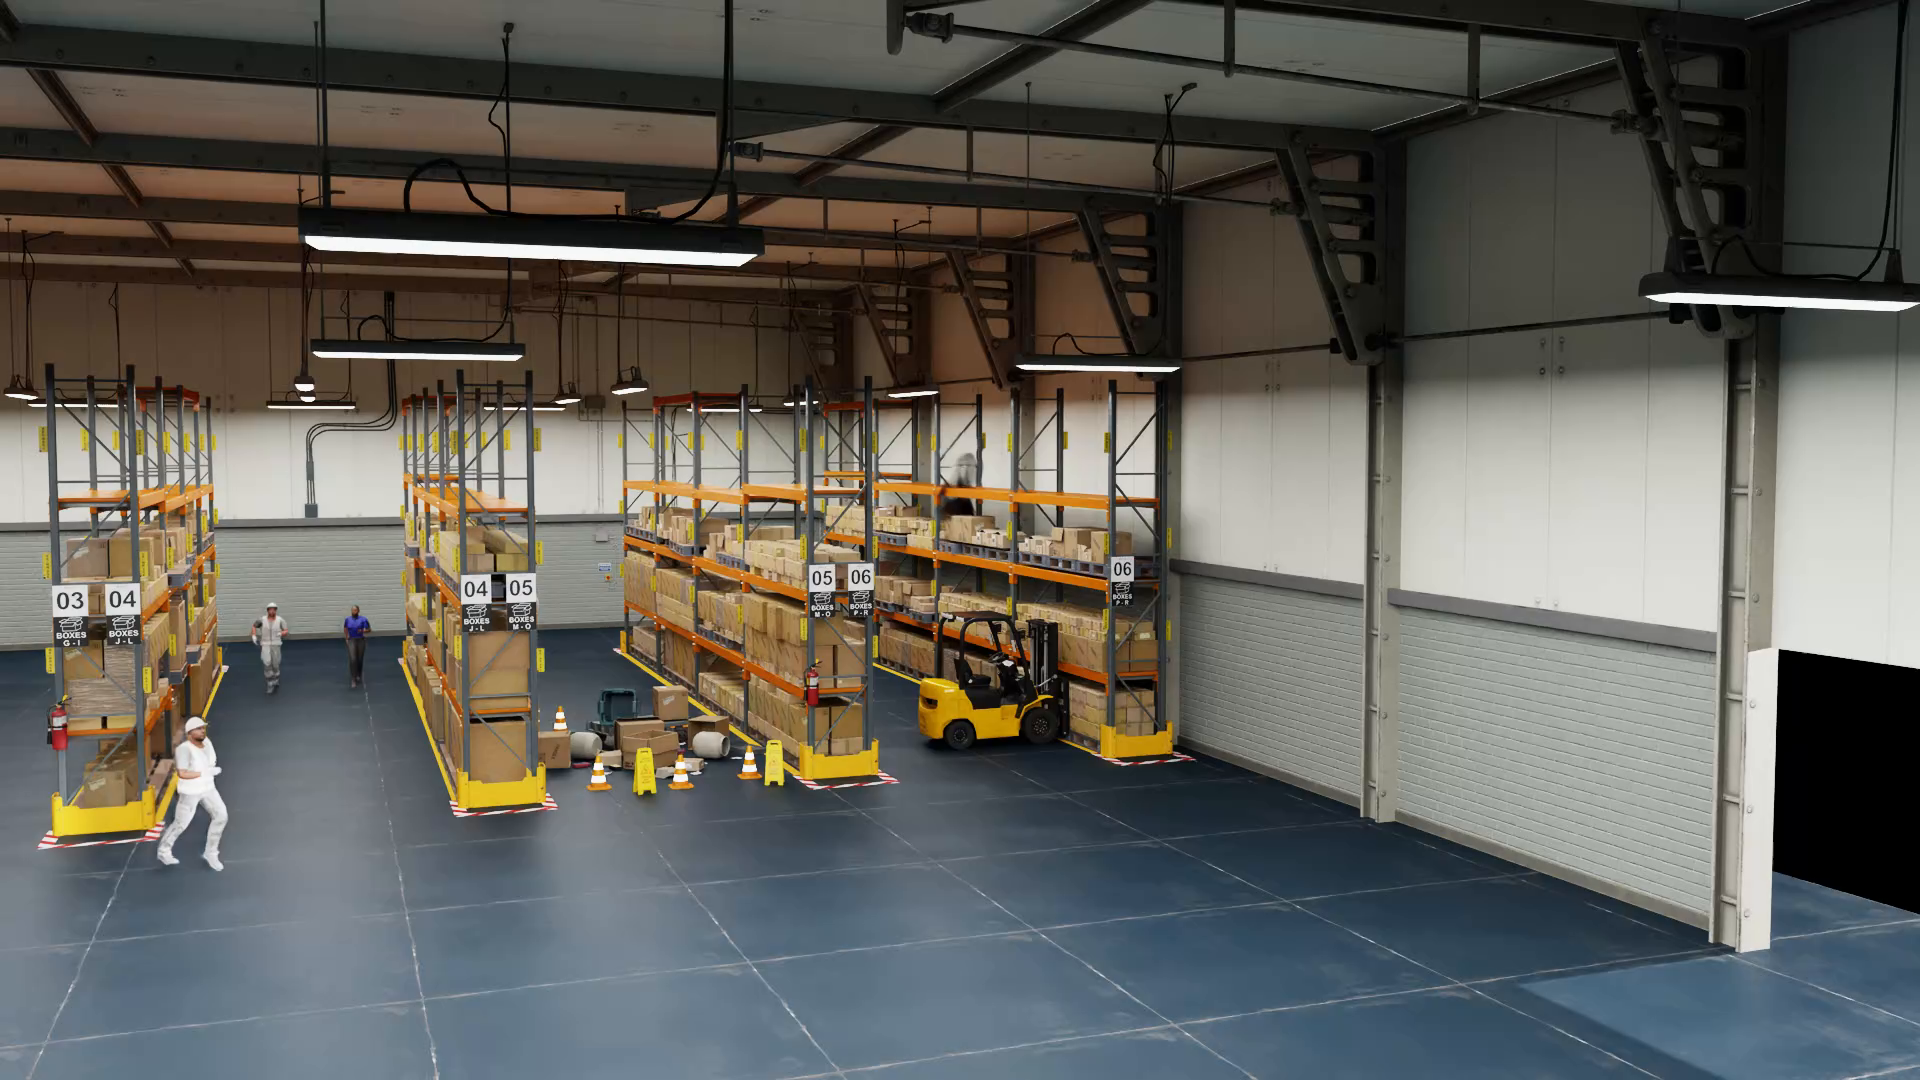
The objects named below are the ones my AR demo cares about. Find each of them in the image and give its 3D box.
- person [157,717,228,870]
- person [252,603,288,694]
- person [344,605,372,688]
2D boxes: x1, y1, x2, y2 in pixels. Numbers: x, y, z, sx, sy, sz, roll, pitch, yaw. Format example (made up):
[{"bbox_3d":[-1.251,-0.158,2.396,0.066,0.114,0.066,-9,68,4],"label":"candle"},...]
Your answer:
[{"bbox_3d":[-8.963,2.974,19.496,0.907,1.822,0.693,1,4,19],"label":"person"},{"bbox_3d":[-13.880,2.173,33.488,0.669,1.817,0.767,-2,4,-27],"label":"person"},{"bbox_3d":[-12.424,2.177,34.310,0.556,1.704,0.828,-1,3,-17],"label":"person"}]
